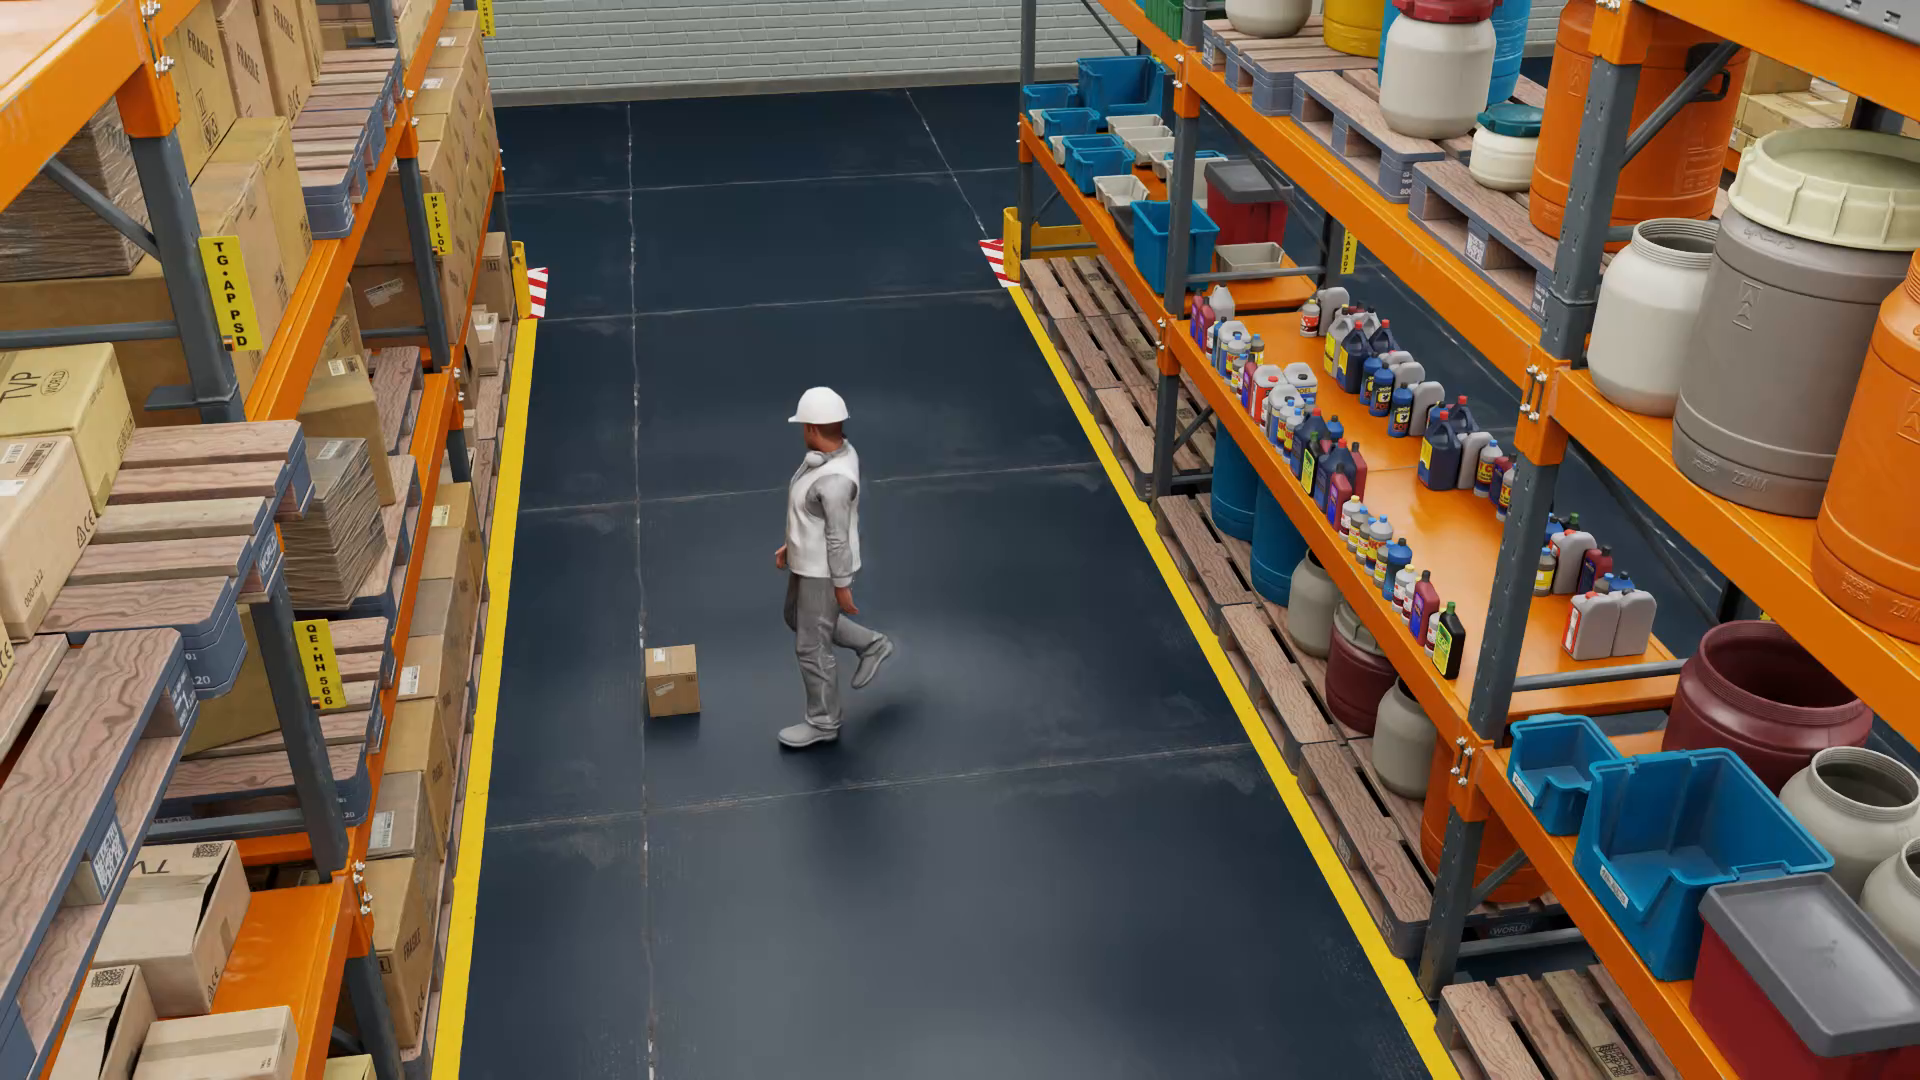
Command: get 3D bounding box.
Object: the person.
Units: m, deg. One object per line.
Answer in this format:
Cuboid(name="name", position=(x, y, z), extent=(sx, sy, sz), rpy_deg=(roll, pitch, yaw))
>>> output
Cuboid(name="person", position=(-0.619, 0.107, 7.928), extent=(0.608, 1.748, 0.567), rpy_deg=(-4, 31, -6))
